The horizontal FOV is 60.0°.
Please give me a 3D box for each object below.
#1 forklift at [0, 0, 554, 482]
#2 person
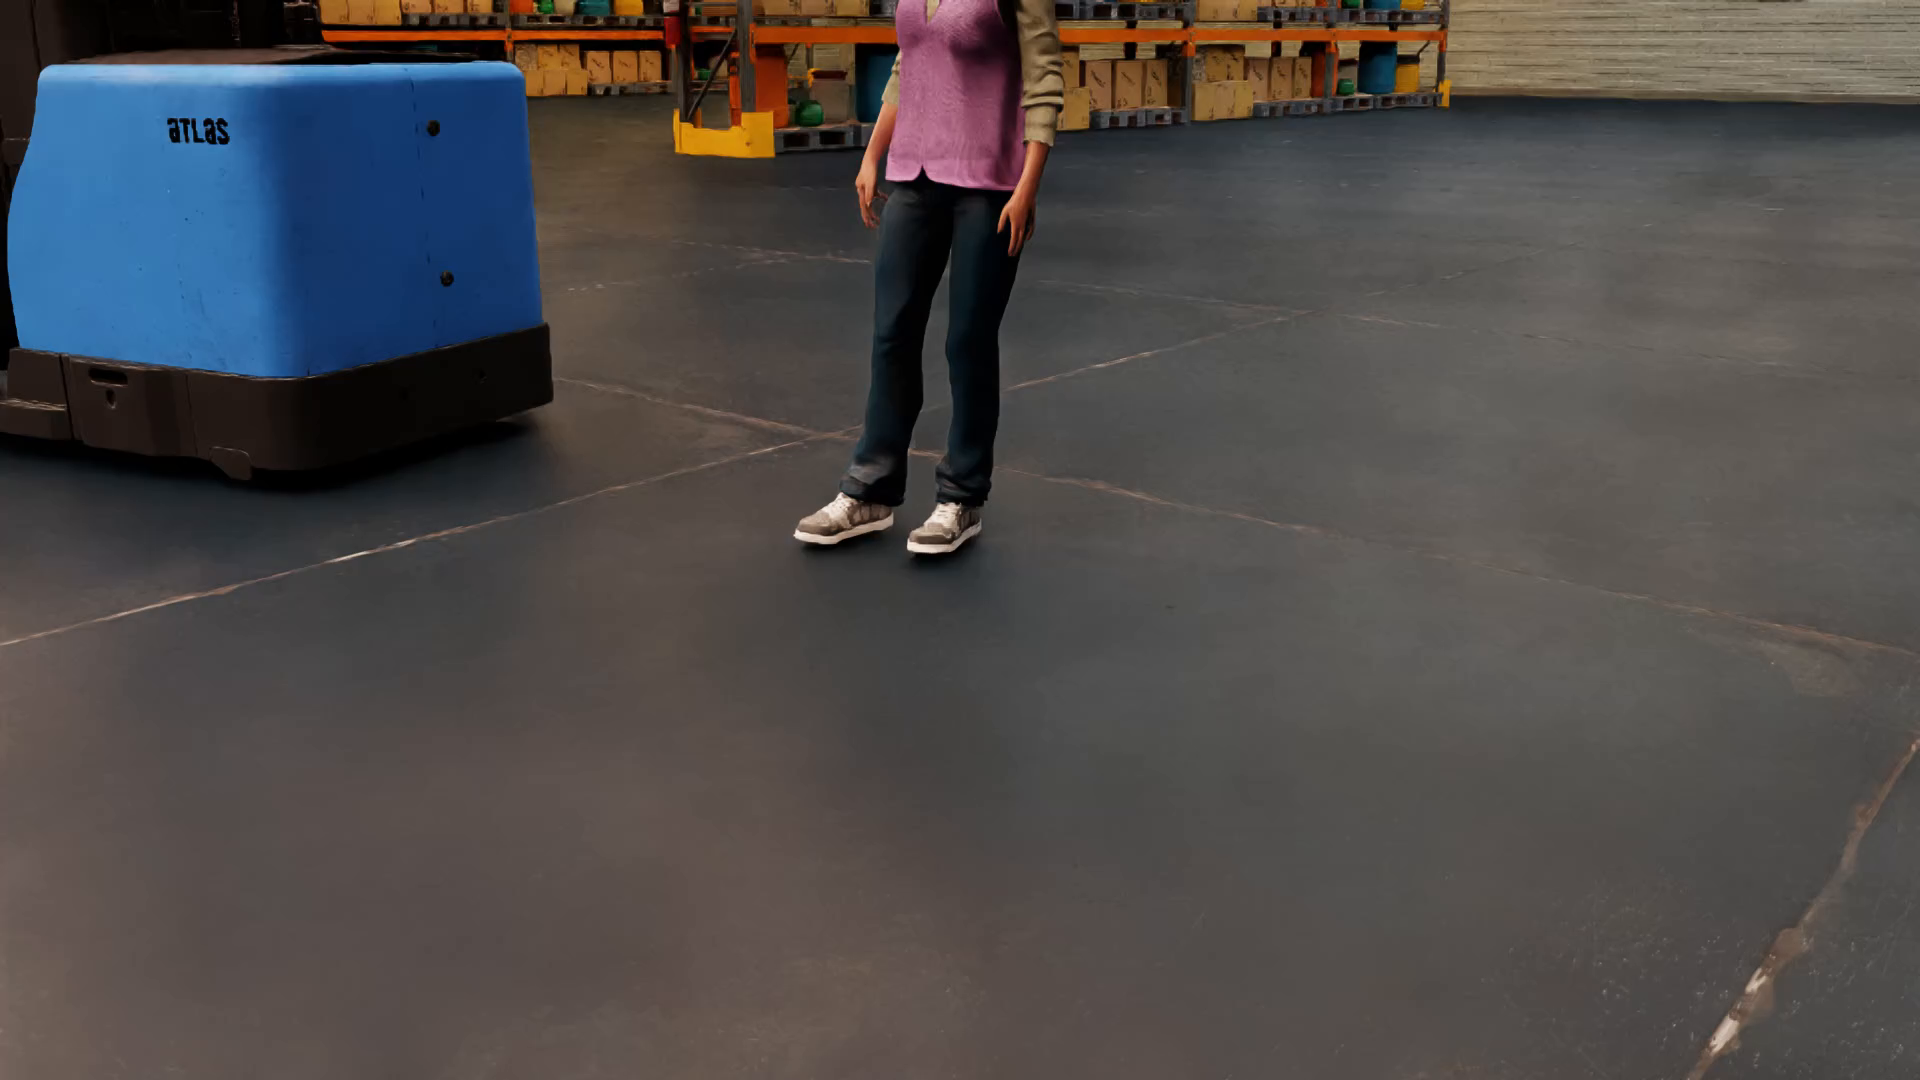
[{"bbox_3d":[-2.800,-1.833,4.933,3.031,2.935,1.130,8,19,25],"label":"forklift"},{"bbox_3d":[-0.058,-0.757,3.661,0.520,1.597,0.474,13,21,37],"label":"person"}]
